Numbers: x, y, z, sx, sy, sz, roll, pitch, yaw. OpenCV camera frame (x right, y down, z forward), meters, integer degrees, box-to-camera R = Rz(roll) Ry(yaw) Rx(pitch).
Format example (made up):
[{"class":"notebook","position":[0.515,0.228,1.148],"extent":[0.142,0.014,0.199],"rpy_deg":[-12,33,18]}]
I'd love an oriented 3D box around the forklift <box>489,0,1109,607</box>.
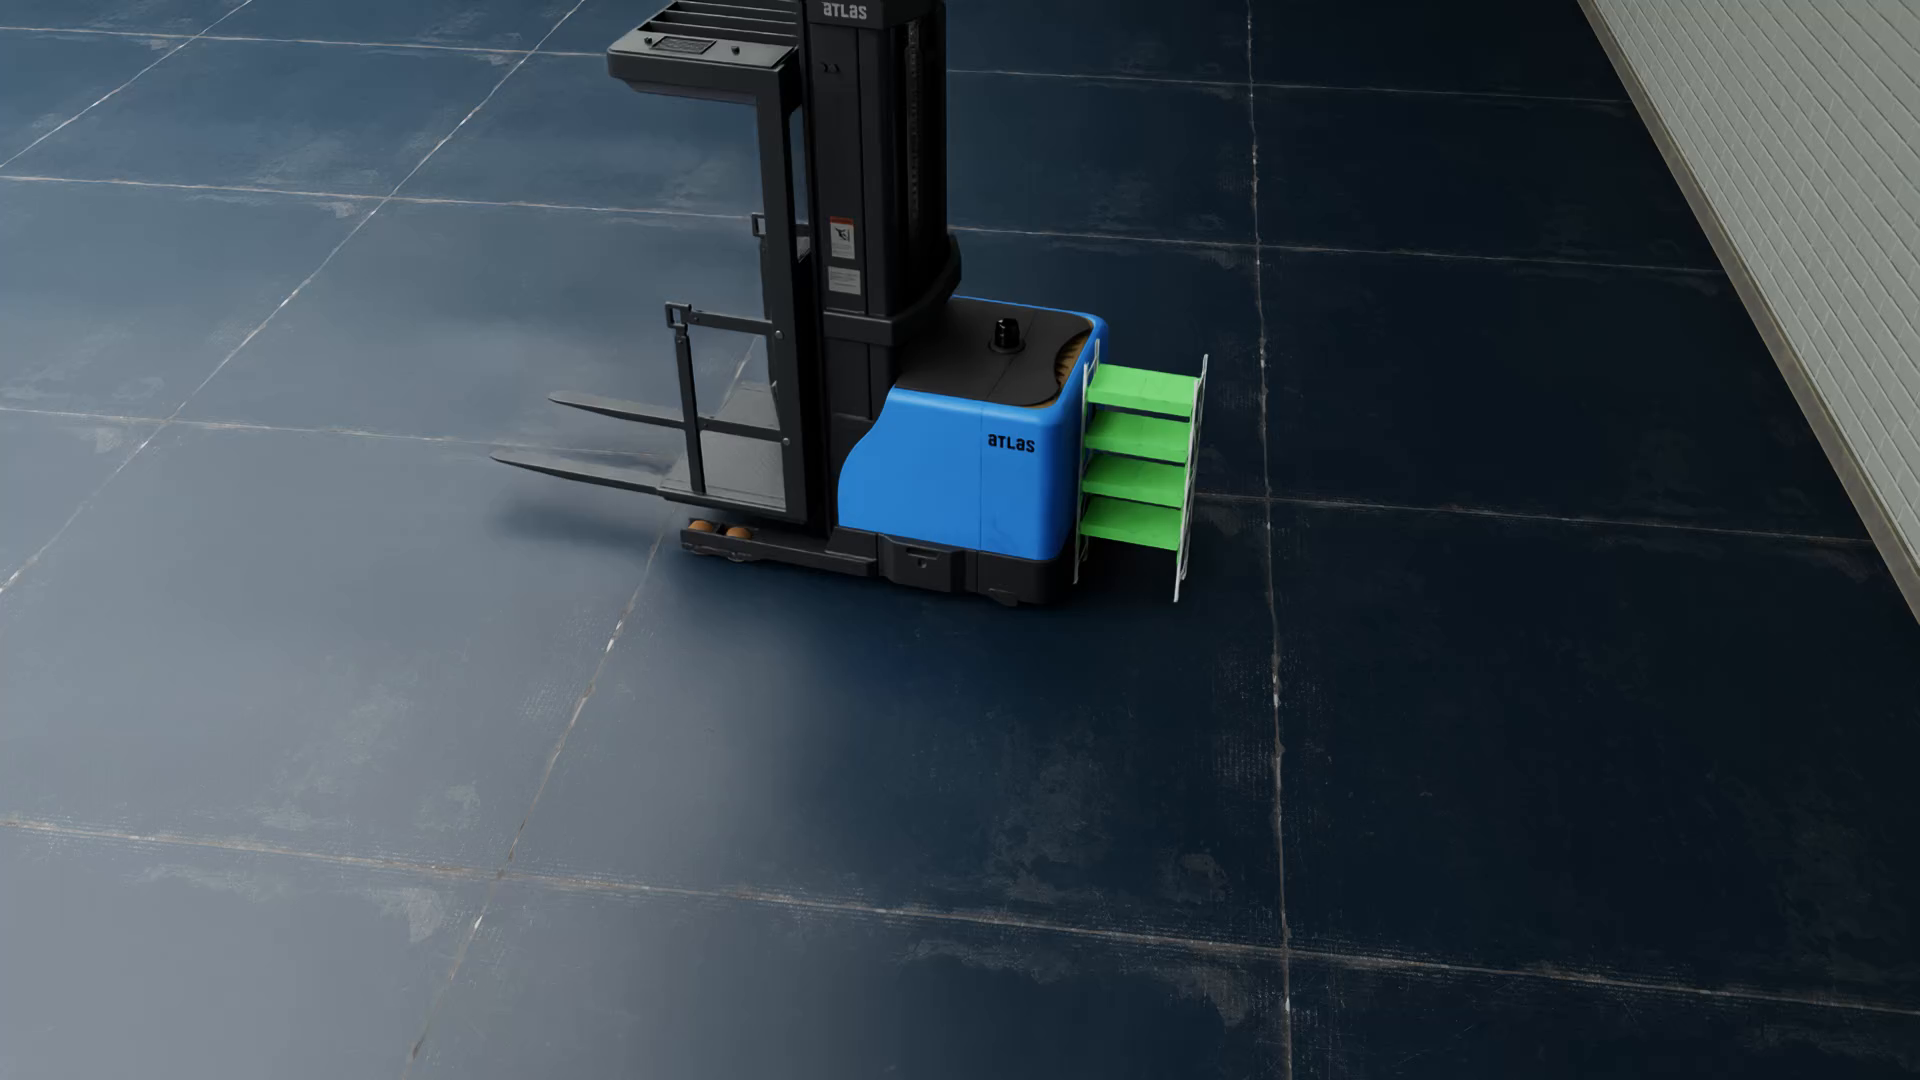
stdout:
[{"class":"forklift","position":[-0.854,-1.368,7.644],"extent":[3.031,2.935,1.130],"rpy_deg":[10,37,14]}]

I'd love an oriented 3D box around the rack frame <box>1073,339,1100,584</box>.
[{"class":"rack frame","position":[0.583,-0.343,7.698],"extent":[0.015,1.200,0.240],"rpy_deg":[10,37,14]}]

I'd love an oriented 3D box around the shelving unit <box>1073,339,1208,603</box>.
[{"class":"shelving unit","position":[0.817,-0.302,7.640],"extent":[0.503,1.200,0.258],"rpy_deg":[10,37,14]}]

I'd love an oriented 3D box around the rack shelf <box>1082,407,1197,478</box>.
[{"class":"rack shelf","position":[0.817,-0.445,7.538],"extent":[0.480,0.148,0.258],"rpy_deg":[10,37,14]}]

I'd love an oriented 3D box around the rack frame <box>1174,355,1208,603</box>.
[{"class":"rack frame","position":[1.050,-0.261,7.582],"extent":[0.015,1.200,0.240],"rpy_deg":[10,37,14]}]

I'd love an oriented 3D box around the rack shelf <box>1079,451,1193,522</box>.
[{"class":"rack shelf","position":[0.817,-0.250,7.677],"extent":[0.480,0.148,0.258],"rpy_deg":[10,37,14]}]

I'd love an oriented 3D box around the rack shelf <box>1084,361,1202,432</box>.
[{"class":"rack shelf","position":[0.817,-0.641,7.398],"extent":[0.480,0.148,0.258],"rpy_deg":[10,37,14]}]

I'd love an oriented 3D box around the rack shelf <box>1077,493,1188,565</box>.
[{"class":"rack shelf","position":[0.817,-0.054,7.817],"extent":[0.480,0.148,0.258],"rpy_deg":[10,37,14]}]
